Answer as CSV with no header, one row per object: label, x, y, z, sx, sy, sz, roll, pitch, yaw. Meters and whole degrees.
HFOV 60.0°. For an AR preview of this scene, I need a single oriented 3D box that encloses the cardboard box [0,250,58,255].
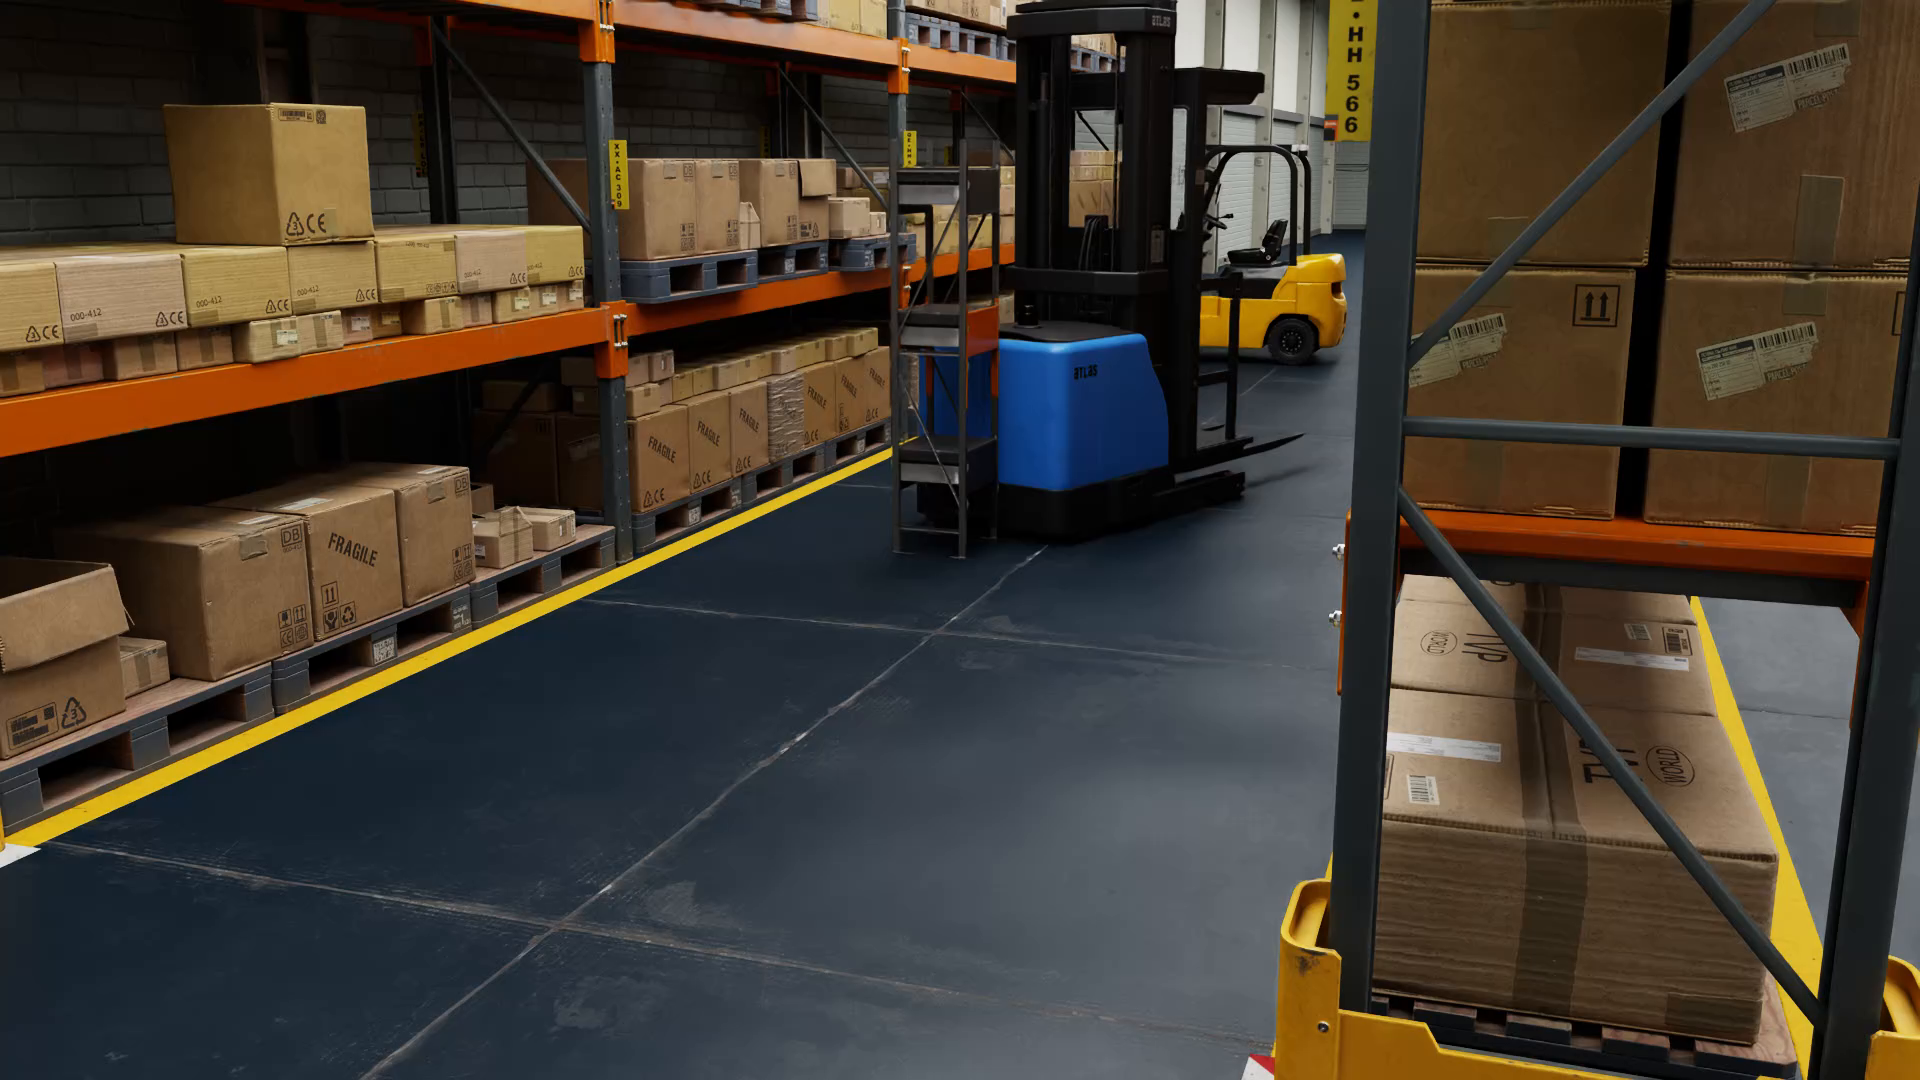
cardboard box,-3.394,-0.833,5.567,0.500,0.250,0.500,4,14,19

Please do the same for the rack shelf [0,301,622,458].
rack shelf,-2.813,-0.607,6.525,1.077,0.370,4.000,4,14,18

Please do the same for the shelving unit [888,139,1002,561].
shelving unit,-0.072,-0.987,8.590,0.431,2.100,0.503,5,14,20

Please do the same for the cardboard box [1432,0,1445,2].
cardboard box,1.228,-1.238,3.744,0.380,0.149,0.250,4,14,18

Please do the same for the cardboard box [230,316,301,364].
cardboard box,-2.630,-0.732,6.017,0.380,0.149,0.250,4,13,17

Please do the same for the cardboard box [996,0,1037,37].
cardboard box,0.419,-4.566,14.544,0.500,0.311,0.500,4,13,17

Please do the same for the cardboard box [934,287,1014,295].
cardboard box,0.265,-2.000,15.402,0.875,0.625,0.625,5,14,21

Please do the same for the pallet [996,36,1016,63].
pallet,0.150,-4.246,14.539,0.805,0.209,1.217,4,13,16

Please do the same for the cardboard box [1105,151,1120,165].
cardboard box,1.483,-4.049,17.637,0.380,0.149,0.250,5,14,20

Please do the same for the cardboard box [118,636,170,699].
cardboard box,-2.998,0.439,5.784,0.380,0.149,0.250,4,13,16

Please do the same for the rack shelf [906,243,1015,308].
rack shelf,-0.224,-2.292,13.905,1.077,0.370,4.000,4,14,18

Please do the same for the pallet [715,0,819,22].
pallet,-1.555,-3.101,9.514,1.213,0.211,1.003,4,14,18

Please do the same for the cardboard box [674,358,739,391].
cardboard box,-1.517,-0.965,9.692,0.380,0.149,0.250,4,14,18

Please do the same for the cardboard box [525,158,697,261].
cardboard box,-1.797,-1.718,8.608,0.700,0.500,0.500,5,14,20

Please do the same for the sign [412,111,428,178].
sign,-2.692,-1.983,8.333,0.100,0.325,0.005,4,14,18

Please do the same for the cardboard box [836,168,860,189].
cardboard box,-0.958,-2.669,12.260,0.380,0.149,0.250,5,14,20

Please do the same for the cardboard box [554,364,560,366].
cardboard box,-2.111,-0.943,9.595,0.380,0.149,0.250,4,13,16

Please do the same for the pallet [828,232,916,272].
pallet,-1.024,-1.980,11.354,1.213,0.211,1.003,4,14,18

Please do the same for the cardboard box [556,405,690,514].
cardboard box,-1.796,-0.451,8.897,0.500,0.500,0.500,5,14,21

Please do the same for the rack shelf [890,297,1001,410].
rack shelf,-0.072,-0.973,8.593,0.431,0.518,0.480,5,14,20

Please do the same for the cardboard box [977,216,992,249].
cardboard box,0.000,-2.548,13.746,0.500,0.250,0.500,5,14,20

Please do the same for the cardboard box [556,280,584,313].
cardboard box,-2.030,-1.171,7.944,0.380,0.149,0.250,5,14,19

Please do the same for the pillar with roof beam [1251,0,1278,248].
pillar with roof beam,10.536,-10.229,33.581,9.100,9.000,0.400,4,14,18

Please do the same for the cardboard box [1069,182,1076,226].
cardboard box,0.814,-3.187,15.986,0.500,0.500,0.500,4,13,17

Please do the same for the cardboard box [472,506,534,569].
cardboard box,-2.183,-0.037,7.611,0.396,0.266,0.258,5,14,20

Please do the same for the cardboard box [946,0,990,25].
cardboard box,-0.077,-4.335,13.107,0.500,0.500,0.500,5,14,20

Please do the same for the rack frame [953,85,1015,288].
rack frame,0.423,-3.064,15.670,1.000,3.000,0.127,4,14,18

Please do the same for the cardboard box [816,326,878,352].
cardboard box,-0.791,-1.402,11.604,0.380,0.149,0.250,4,13,16

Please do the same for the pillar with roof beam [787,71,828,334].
pillar with roof beam,2.771,-5.176,11.441,9.100,9.000,0.400,4,14,18

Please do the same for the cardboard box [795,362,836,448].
cardboard box,-1.143,-0.888,10.811,0.500,0.500,0.500,5,14,21

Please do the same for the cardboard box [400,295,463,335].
cardboard box,-2.321,-0.950,6.972,0.380,0.149,0.250,4,13,18

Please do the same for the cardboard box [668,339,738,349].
cardboard box,-1.665,-1.215,10.787,0.380,0.149,0.250,4,13,17

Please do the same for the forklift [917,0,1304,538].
forklift,1.080,-1.708,9.885,1.130,2.935,3.031,10,16,38

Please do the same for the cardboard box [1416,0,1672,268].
cardboard box,1.169,-0.835,3.435,0.500,0.500,0.500,5,14,20

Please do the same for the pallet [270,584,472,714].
pallet,-2.782,0.383,6.838,1.003,0.211,1.213,4,14,18

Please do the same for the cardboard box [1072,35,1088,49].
cardboard box,0.923,-4.894,15.979,0.500,0.311,0.500,5,14,20

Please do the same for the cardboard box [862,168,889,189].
cardboard box,-0.489,-2.632,12.098,0.380,0.149,0.250,5,14,20

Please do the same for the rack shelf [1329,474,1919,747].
rack shelf,1.885,-0.251,4.963,1.077,0.370,4.000,4,14,18

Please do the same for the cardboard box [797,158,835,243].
cardboard box,-1.224,-2.120,10.357,0.797,0.503,0.637,4,13,17

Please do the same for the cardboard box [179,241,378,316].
cardboard box,-2.589,-1.007,6.329,0.500,0.250,0.500,4,13,17

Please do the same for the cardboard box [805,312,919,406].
cardboard box,-0.657,-1.399,12.768,0.875,0.625,0.625,5,14,20

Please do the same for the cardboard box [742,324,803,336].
cardboard box,-1.335,-1.436,11.756,0.380,0.149,0.250,5,14,21

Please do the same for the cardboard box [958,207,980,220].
cardboard box,-0.147,-2.682,13.212,0.500,0.250,0.500,4,13,17

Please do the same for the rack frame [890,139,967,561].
rack frame,-0.158,-0.936,8.367,0.400,2.100,0.015,5,14,20

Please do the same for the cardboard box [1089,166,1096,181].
cardboard box,1.152,-3.690,16.732,0.380,0.149,0.250,4,14,18

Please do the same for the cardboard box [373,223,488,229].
cardboard box,-2.581,-1.366,7.902,0.500,0.250,0.500,4,14,18

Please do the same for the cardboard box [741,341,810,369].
cardboard box,-1.186,-1.185,10.654,0.380,0.149,0.250,4,13,18

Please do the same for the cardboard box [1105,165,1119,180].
cardboard box,1.478,-3.906,17.677,0.380,0.149,0.250,4,14,19

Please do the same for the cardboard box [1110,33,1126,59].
cardboard box,1.379,-5.351,17.558,0.700,0.500,0.500,4,14,19

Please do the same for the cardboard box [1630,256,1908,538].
cardboard box,1.665,-0.310,3.379,0.500,0.500,0.500,4,14,18

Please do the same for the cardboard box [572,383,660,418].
cardboard box,-1.798,-0.738,8.696,0.380,0.149,0.250,5,14,21

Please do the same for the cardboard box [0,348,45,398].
cardboard box,-3.055,-0.521,5.094,0.380,0.149,0.250,5,14,20

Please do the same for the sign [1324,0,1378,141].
sign,0.729,-0.902,3.066,0.100,0.325,0.005,4,14,18

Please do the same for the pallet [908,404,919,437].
pallet,-0.568,-1.032,13.037,1.003,0.211,1.213,4,14,18

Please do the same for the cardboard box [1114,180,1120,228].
cardboard box,1.464,-3.616,17.863,0.500,0.500,0.500,4,13,17

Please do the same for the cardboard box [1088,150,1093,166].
cardboard box,1.119,-3.839,16.715,0.380,0.149,0.250,4,13,18
